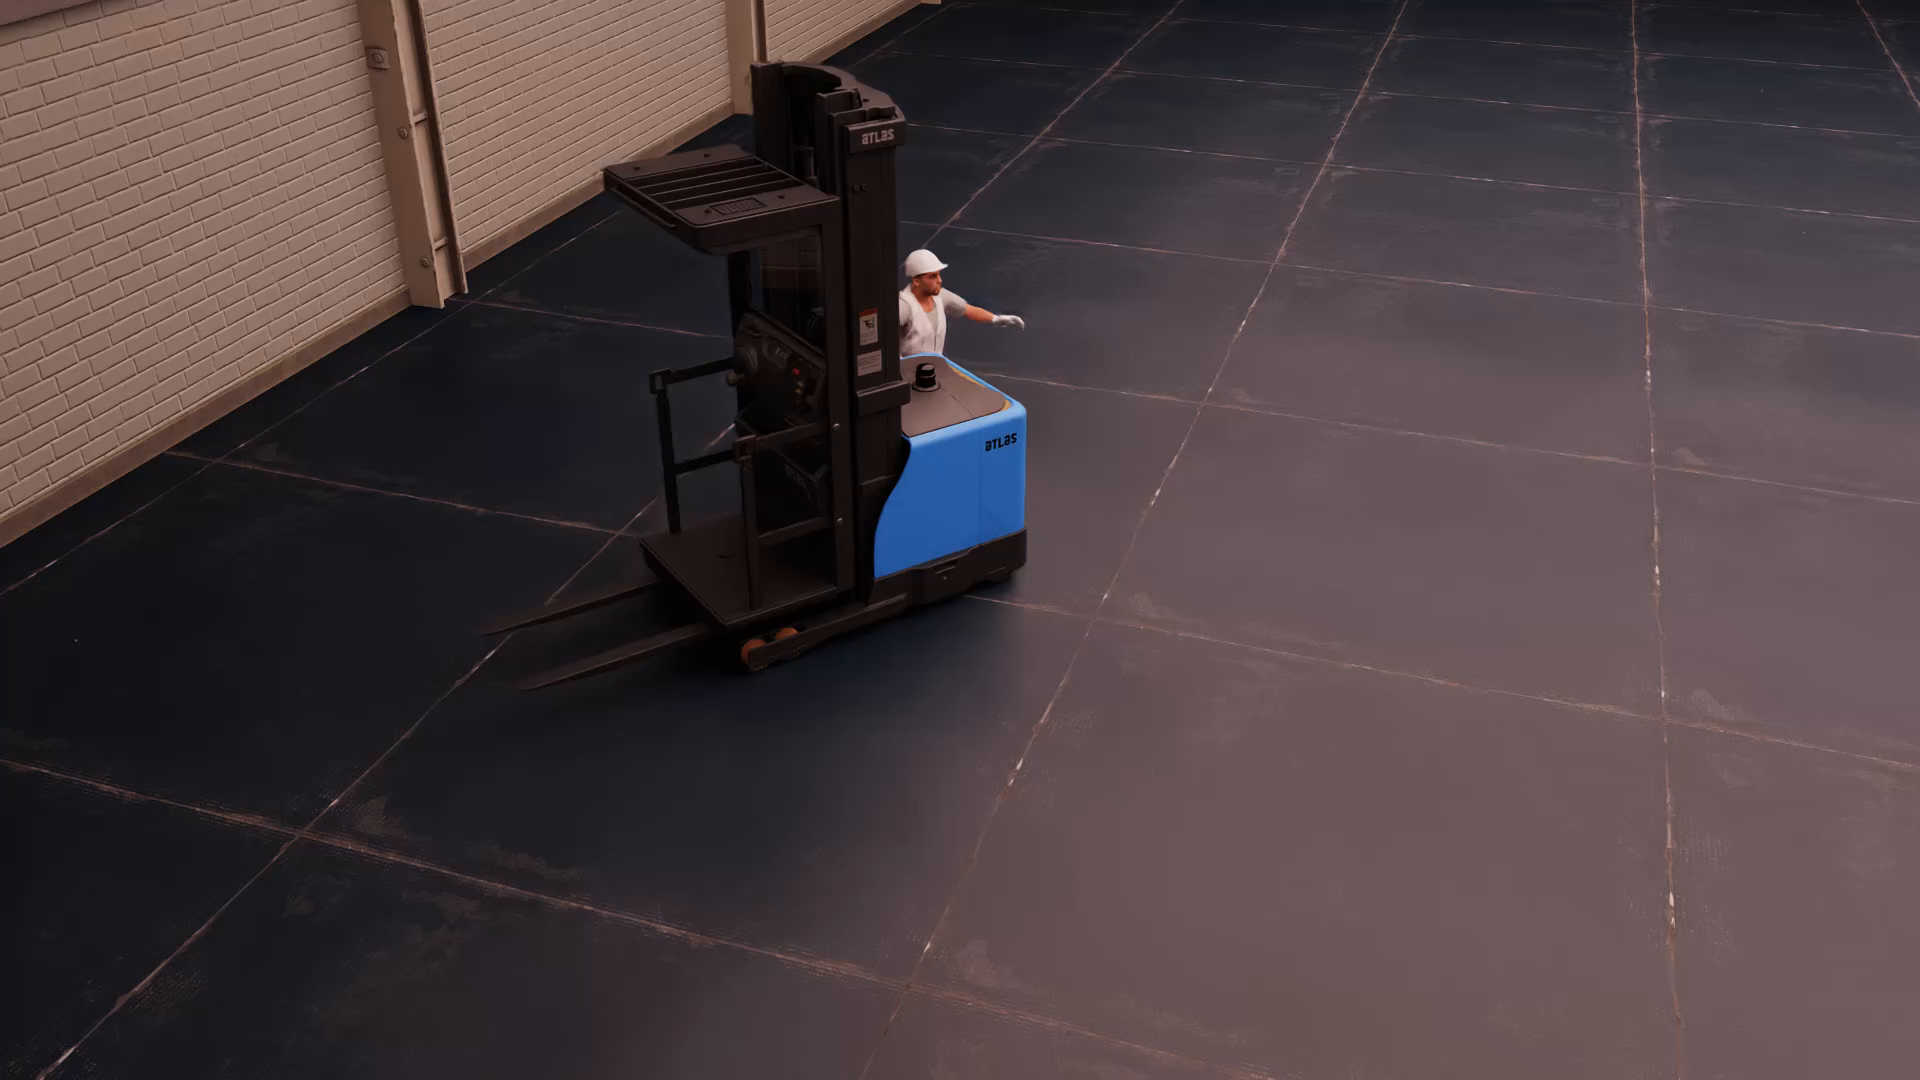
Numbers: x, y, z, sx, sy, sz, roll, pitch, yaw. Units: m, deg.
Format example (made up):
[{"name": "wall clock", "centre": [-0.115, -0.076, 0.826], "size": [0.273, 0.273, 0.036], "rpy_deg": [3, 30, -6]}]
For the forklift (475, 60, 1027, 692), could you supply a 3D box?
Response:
[{"name": "forklift", "centre": [-1.124, -0.876, 8.674], "size": [3.031, 2.935, 1.130], "rpy_deg": [-18, 34, -29]}]

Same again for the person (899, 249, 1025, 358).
[{"name": "person", "centre": [-0.043, -0.998, 10.302], "size": [0.873, 1.543, 0.992], "rpy_deg": [13, 32, 22]}]
